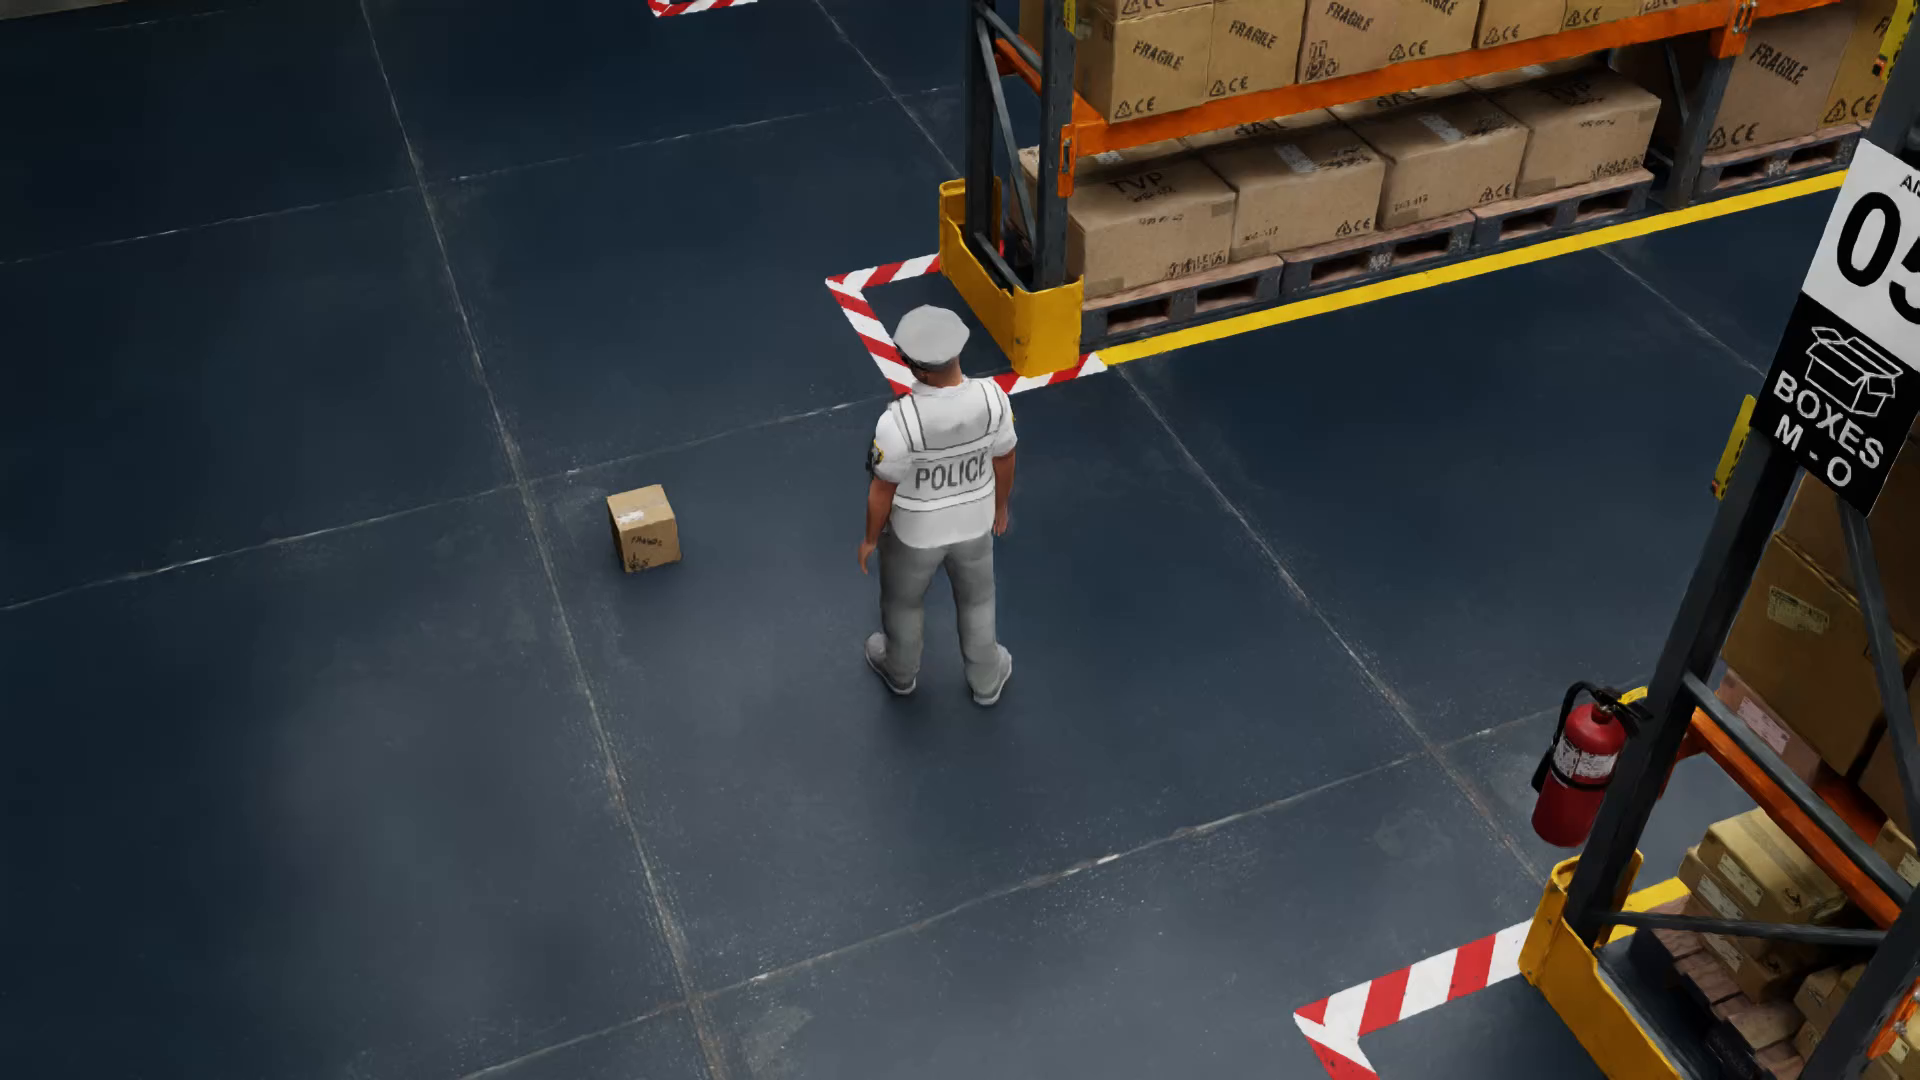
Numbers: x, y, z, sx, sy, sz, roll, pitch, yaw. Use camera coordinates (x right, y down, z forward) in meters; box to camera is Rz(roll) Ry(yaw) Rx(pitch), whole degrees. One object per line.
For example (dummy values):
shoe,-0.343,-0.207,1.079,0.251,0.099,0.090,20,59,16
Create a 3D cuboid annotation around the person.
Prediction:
person,-0.101,-0.105,6.235,0.638,1.755,0.515,-16,44,-17
